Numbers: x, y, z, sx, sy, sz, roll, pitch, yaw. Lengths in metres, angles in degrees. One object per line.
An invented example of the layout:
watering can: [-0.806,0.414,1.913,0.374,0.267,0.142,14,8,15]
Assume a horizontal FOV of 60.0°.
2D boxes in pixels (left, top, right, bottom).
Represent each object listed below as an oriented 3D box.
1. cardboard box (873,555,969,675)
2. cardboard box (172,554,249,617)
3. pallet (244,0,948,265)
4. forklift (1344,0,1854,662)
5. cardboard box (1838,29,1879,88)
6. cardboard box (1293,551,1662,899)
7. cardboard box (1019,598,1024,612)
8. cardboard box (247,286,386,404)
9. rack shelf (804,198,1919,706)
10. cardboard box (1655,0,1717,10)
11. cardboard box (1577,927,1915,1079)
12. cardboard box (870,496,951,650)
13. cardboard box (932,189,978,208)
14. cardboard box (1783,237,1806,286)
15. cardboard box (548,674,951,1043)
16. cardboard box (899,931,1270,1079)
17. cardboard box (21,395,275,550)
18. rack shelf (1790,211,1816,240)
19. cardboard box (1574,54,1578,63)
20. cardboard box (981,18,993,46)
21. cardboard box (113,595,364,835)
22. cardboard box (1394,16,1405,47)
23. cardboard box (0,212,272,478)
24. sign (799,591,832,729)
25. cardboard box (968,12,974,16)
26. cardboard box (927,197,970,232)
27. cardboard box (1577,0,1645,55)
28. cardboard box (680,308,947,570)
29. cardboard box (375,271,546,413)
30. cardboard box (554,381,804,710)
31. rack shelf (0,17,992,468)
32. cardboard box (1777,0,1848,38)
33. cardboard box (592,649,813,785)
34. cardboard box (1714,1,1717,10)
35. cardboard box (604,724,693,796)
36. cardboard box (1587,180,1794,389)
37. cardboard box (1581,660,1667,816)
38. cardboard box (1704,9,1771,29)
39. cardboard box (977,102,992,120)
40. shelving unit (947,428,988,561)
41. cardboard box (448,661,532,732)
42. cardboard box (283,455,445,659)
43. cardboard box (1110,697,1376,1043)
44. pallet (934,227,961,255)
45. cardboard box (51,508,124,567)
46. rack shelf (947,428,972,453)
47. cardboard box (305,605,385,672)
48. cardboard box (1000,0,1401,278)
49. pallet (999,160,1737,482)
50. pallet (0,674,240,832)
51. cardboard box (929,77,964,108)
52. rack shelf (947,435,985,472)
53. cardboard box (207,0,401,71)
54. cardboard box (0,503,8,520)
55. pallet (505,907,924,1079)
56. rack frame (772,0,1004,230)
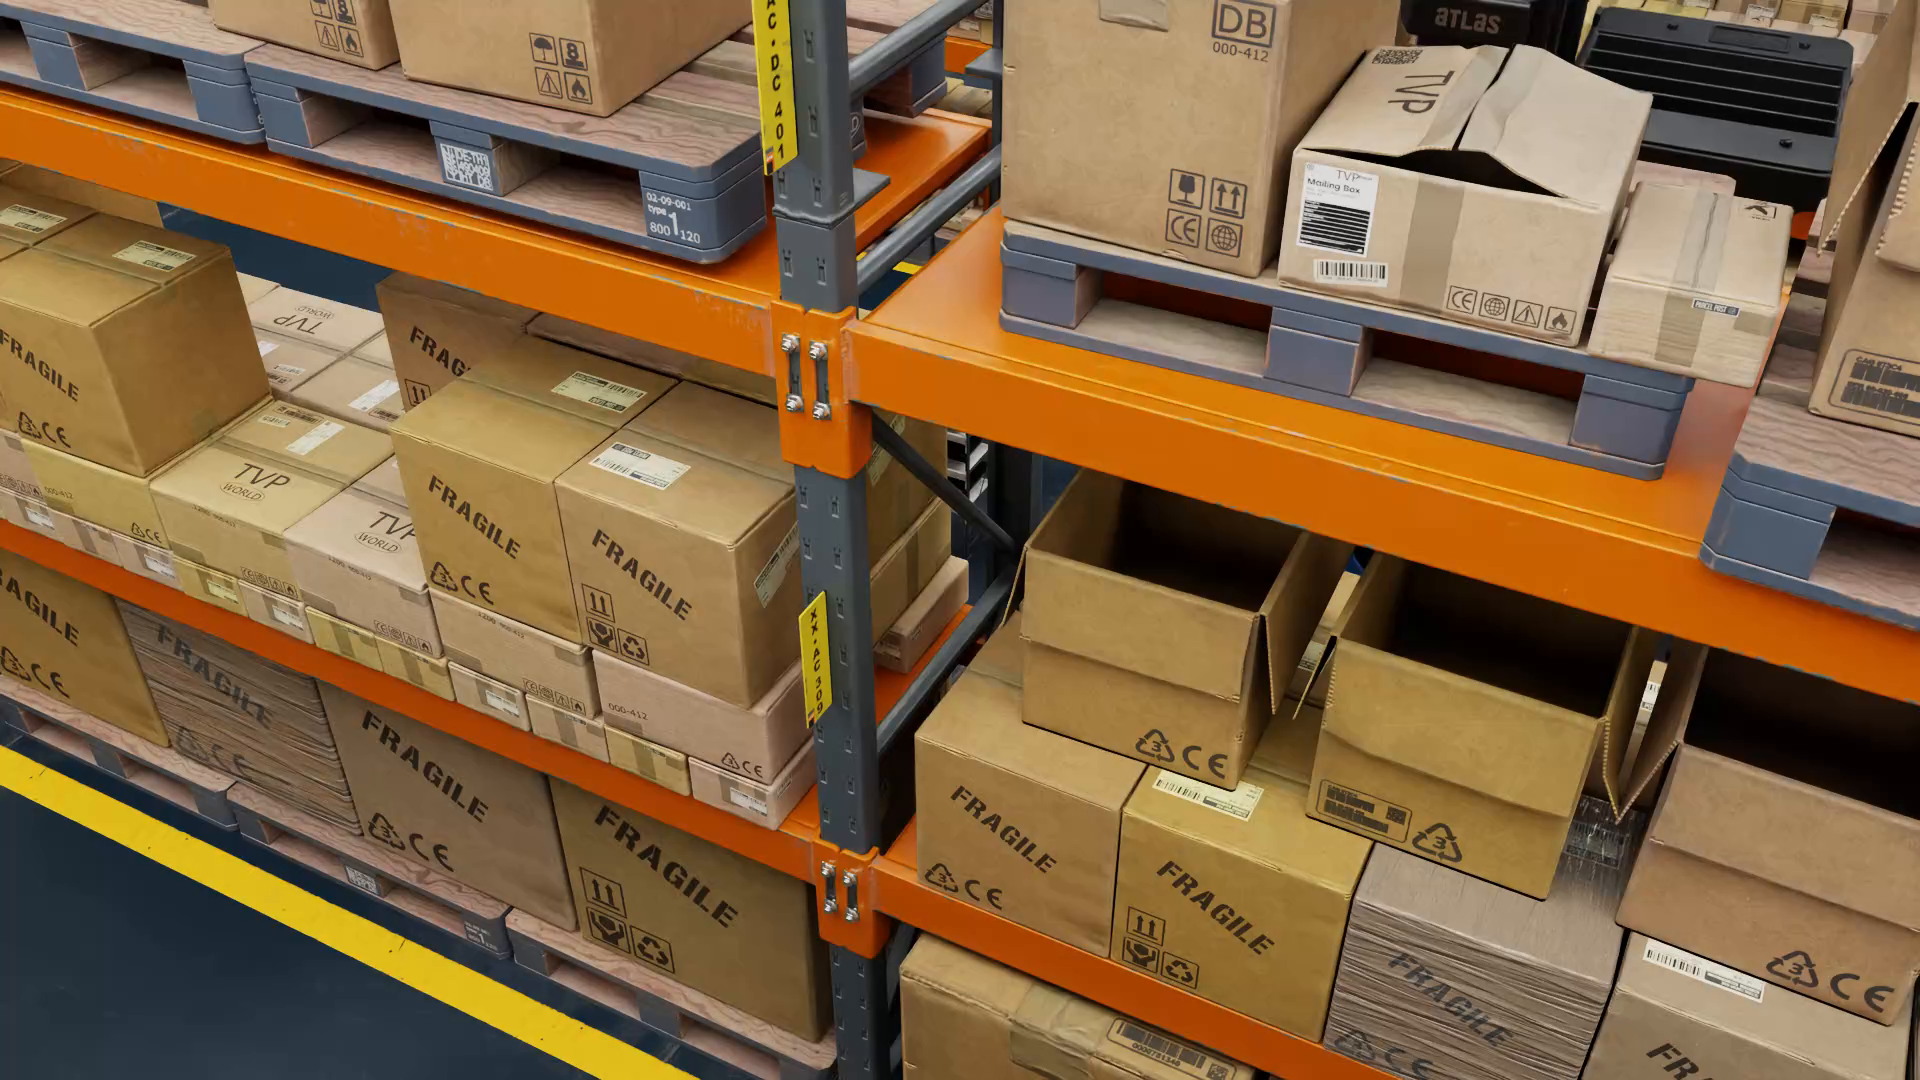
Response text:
cardboard box: [-0.171,0.183,4.736,0.250,0.149,0.380,17,41,22]
cardboard box: [-2.083,0.034,4.932,0.250,0.149,0.380,16,40,20]
pallet: [-0.783,-1.049,3.744,1.213,0.211,1.003,17,41,21]
forklift: [2.134,-0.554,5.556,3.031,2.935,1.130,16,40,20]
cardboard box: [3.596,-1.880,6.614,0.250,0.149,0.380,19,41,23]
cardboard box: [1.114,0.274,3.495,0.637,0.503,0.797,18,41,22]
cardboard box: [0.480,0.287,4.308,0.500,0.500,0.500,18,41,22]
cardboard box: [-2.159,-0.552,5.375,0.500,0.250,0.500,16,40,20]
rack shelf: [1.715,-0.009,2.895,4.000,0.370,1.077,17,41,21]
cardboard box: [3.223,-2.442,7.354,0.250,0.149,0.380,16,40,20]
cardboard box: [1.585,0.985,3.388,0.500,0.500,0.500,18,41,22]
cardboard box: [-0.358,0.014,4.629,0.500,0.250,0.500,17,40,21]
cardboard box: [0.037,-1.991,9.156,0.250,0.149,0.380,15,40,19]
cardboard box: [3.769,-1.123,7.349,0.500,0.250,0.500,19,41,23]
cardboard box: [-0.610,0.796,5.130,0.875,0.875,0.875,17,41,21]
cardboard box: [0.516,1.190,4.612,0.875,0.875,1.225,18,41,22]
cardboard box: [-2.402,-0.266,4.998,0.500,0.250,0.500,16,40,20]
rack shelf: [4.085,-1.449,7.273,4.000,0.370,1.077,17,41,21]
cardboard box: [2.679,-2.050,7.084,0.250,0.149,0.380,17,40,21]
cardboard box: [0.303,-2.631,8.443,0.250,0.149,0.380,19,41,23]
cardboard box: [-2.200,0.298,5.786,0.875,0.875,0.875,17,41,21]
cardboard box: [1.750,-2.432,7.645,0.500,0.500,0.500,17,41,22]
cardboard box: [-2.404,-0.568,4.775,0.500,0.500,0.500,16,40,20]
sign: [-0.315,0.266,3.638,0.005,0.325,0.100,17,41,21]
cardboard box: [-0.055,-3.011,8.406,0.500,0.500,0.500,18,41,22]
cardboard box: [0.016,-1.874,9.248,0.250,0.149,0.380,17,41,22]
cardboard box: [2.698,-2.165,6.989,0.250,0.149,0.380,19,41,23]
cardboard box: [-0.369,-0.284,4.401,0.500,0.500,0.500,17,41,21]
cardboard box: [-1.267,-0.568,4.775,0.500,0.500,0.500,16,40,20]
cardboard box: [-0.592,0.002,4.024,0.500,0.500,0.500,19,41,23]
rack shelf: [-1.837,-1.121,4.360,4.000,0.370,1.077,17,41,21]
cardboard box: [3.673,-2.298,7.165,0.250,0.149,0.380,16,40,20]
cardboard box: [-0.574,0.303,4.248,0.500,0.250,0.500,17,40,21]
cardboard box: [5.084,-4.169,11.671,0.875,0.875,0.875,19,41,23]
cardboard box: [-0.712,0.463,4.367,0.250,0.149,0.380,18,41,22]
cardboard box: [1.192,-0.424,2.707,0.250,0.149,0.380,16,40,20]
cardboard box: [1.383,0.570,3.936,0.500,0.500,0.500,17,40,21]
cardboard box: [3.145,-2.021,6.800,0.250,0.149,0.380,17,40,21]
cardboard box: [0.294,-2.406,9.457,0.250,0.149,0.380,19,41,23]
shelving unit: [-0.007,-0.361,6.981,0.210,0.900,0.258,17,41,21]
cardboard box: [-1.168,0.320,4.555,0.250,0.149,0.380,18,41,22]
cardboard box: [-1.488,0.019,4.623,0.500,0.250,0.500,18,41,22]
cardboard box: [0.679,0.705,3.757,0.500,0.500,0.500,17,41,22]
pallet: [0.609,-1.687,9.298,1.213,0.211,1.003,17,41,21]
cardboard box: [-2.536,-0.108,5.119,0.250,0.149,0.380,17,40,21]
rack shelf: [-0.007,-0.478,6.892,0.200,0.077,0.258,17,41,21]
cardboard box: [-1.624,0.178,4.743,0.250,0.149,0.380,17,40,21]
cardboard box: [0.458,-0.902,3.047,0.500,0.500,0.700,18,41,23]
pallet: [0.776,-0.547,3.167,1.217,0.209,0.805,16,40,20]
pallet: [-2.867,0.522,6.387,1.213,0.211,1.003,17,41,21]
cardboard box: [-0.171,-2.557,9.656,0.250,0.149,0.380,16,40,21]
rack shelf: [-0.007,-0.406,6.947,0.200,0.077,0.258,17,41,21]
cardboard box: [-1.259,-1.435,3.667,0.500,0.500,0.700,19,41,24]
cardboard box: [-2.994,-0.251,5.308,0.250,0.149,0.380,16,40,20]
pallet: [-0.700,1.201,5.494,1.213,0.211,1.003,17,41,21]
rack frame: [-0.061,-2.046,2.503,0.127,3.000,1.000,17,41,21]
